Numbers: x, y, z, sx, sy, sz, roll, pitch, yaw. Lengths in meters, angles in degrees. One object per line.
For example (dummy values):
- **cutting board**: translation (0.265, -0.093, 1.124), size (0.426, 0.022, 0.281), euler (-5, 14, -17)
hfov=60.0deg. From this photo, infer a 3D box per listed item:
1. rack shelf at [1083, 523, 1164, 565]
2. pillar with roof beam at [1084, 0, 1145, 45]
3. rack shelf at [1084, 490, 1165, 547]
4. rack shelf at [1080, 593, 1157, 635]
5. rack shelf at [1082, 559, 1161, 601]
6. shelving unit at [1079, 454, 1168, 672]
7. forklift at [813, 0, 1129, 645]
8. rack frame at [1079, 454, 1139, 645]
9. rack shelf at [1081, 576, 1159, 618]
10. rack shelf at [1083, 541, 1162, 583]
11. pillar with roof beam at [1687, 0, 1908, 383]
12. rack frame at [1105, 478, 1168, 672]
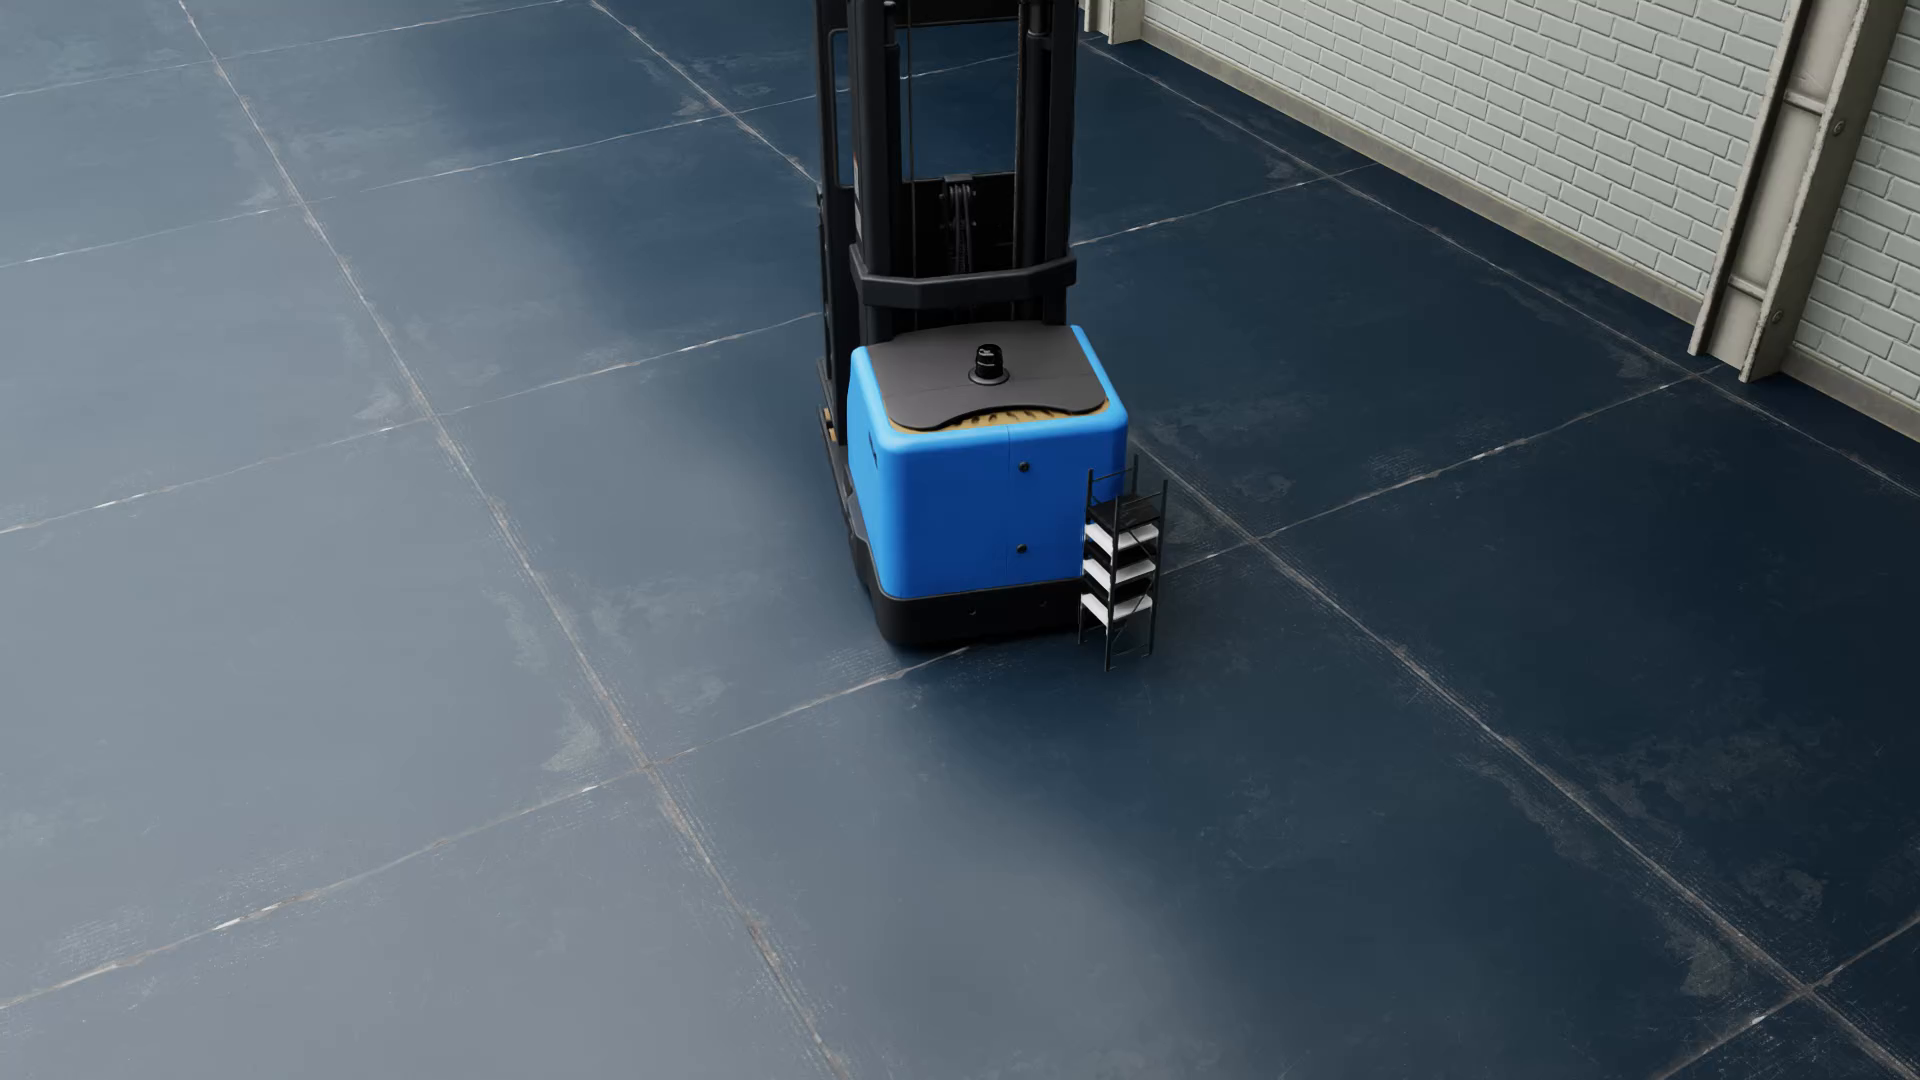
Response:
- **rack shelf**: translation (0.664, -0.016, 6.760), size (0.258, 0.077, 0.200), euler (-18, 40, -23)
- **pillar with roof beam**: translation (-2.496, -6.402, 8.886), size (9.100, 9.000, 0.400), euler (-19, 40, -24)
- **rack shelf**: translation (0.664, -0.088, 6.707), size (0.258, 0.077, 0.200), euler (-18, 40, -23)
- **rack shelf**: translation (0.665, 0.275, 6.972), size (0.258, 0.077, 0.200), euler (-18, 40, -23)
- **rack shelf**: translation (0.665, 0.130, 6.866), size (0.258, 0.077, 0.200), euler (-18, 40, -23)
- **shelving unit**: translation (0.665, 0.103, 6.846), size (0.258, 0.900, 0.210), euler (-18, 40, -23)
- **forklift**: translation (-0.103, -1.608, 7.466), size (1.130, 2.935, 3.031), euler (-7, 37, -9)
- **rack frame**: translation (0.615, 0.051, 6.918), size (0.240, 0.900, 0.006), euler (-18, 40, -23)
- **rack shelf**: translation (0.665, 0.203, 6.919), size (0.258, 0.077, 0.200), euler (-18, 40, -23)
- **rack shelf**: translation (0.665, 0.057, 6.813), size (0.258, 0.077, 0.200), euler (-18, 40, -23)
- **pillar with roof beam**: translation (0.519, -3.342, 4.697), size (9.100, 9.000, 0.400), euler (-19, 40, -24)
- **rack frame**: translation (0.714, 0.155, 6.774), size (0.240, 0.900, 0.006), euler (-18, 40, -23)
